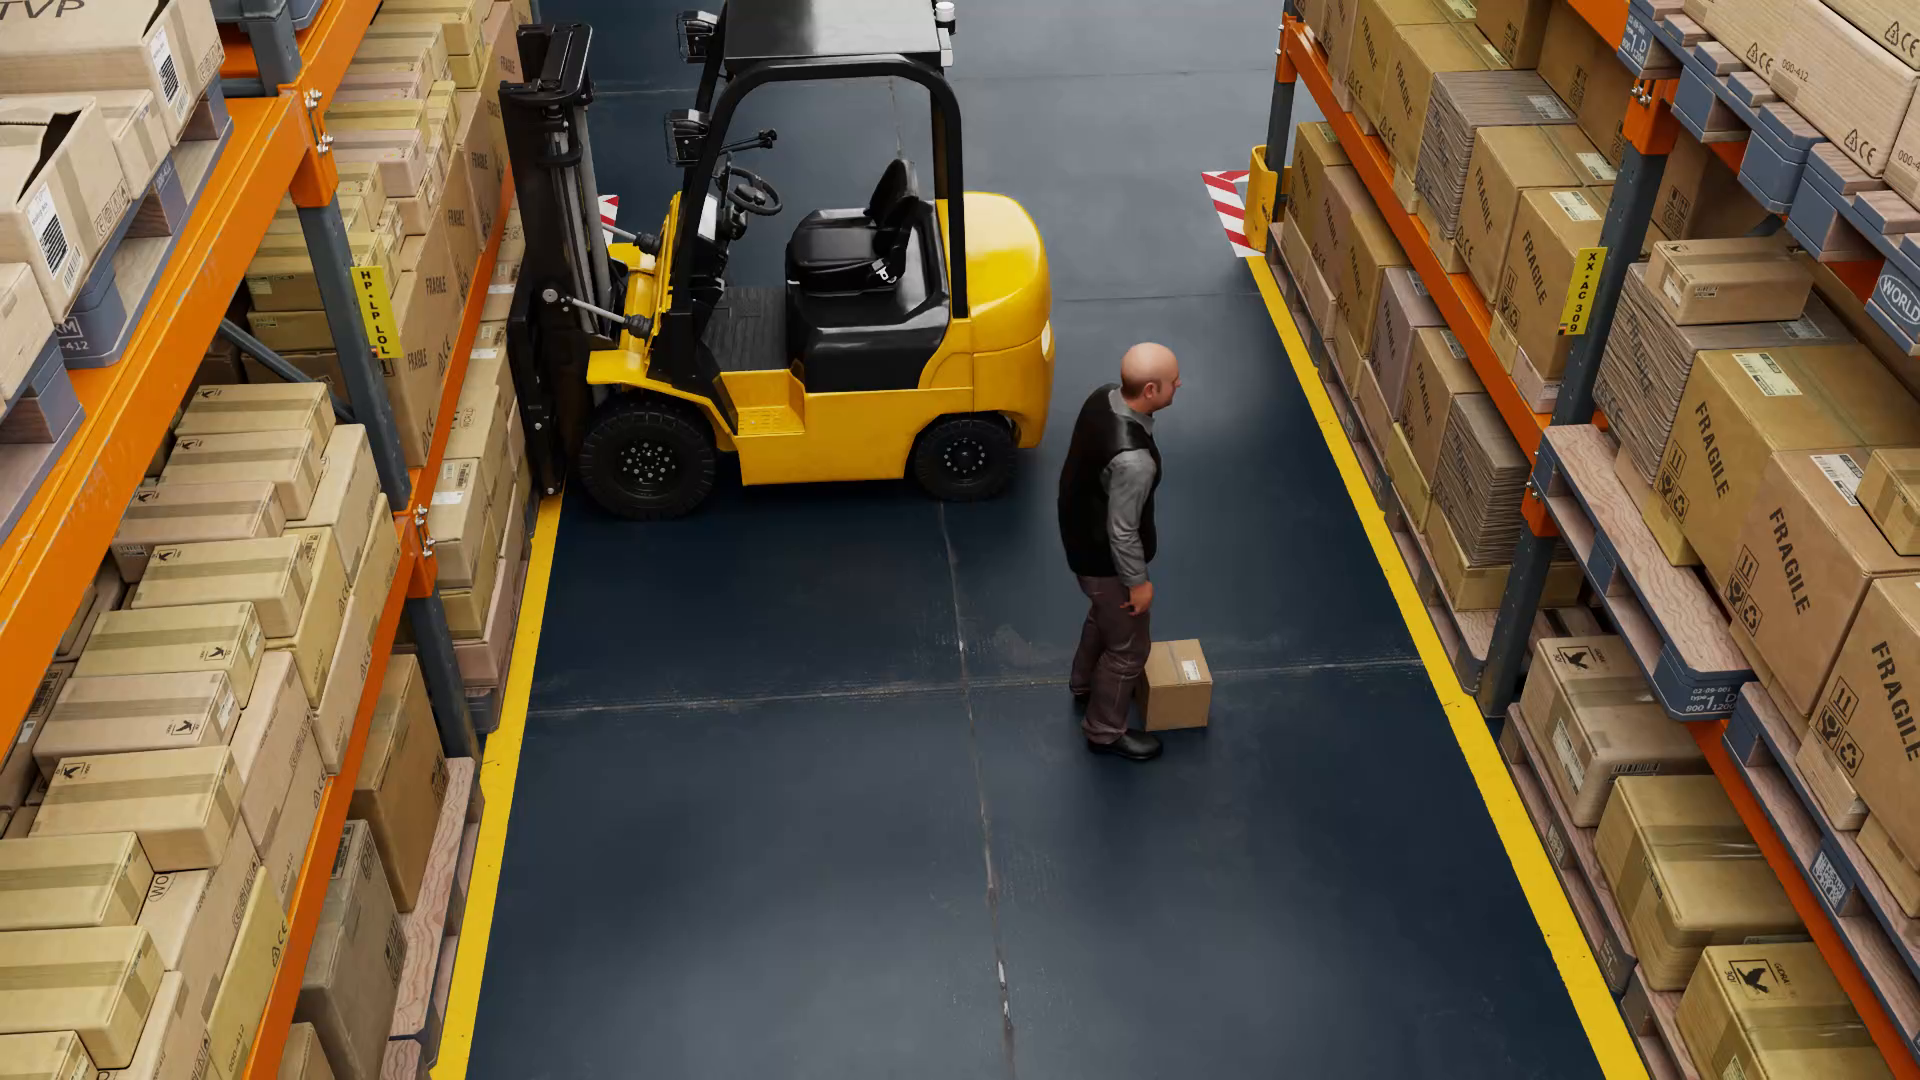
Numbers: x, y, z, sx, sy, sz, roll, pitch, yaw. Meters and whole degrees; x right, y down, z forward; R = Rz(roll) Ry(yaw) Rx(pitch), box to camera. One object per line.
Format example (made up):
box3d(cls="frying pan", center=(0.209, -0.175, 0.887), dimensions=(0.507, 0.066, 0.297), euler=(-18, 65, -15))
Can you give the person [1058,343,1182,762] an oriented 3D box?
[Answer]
box3d(cls="person", center=(0.567, 0.030, 6.135), dimensions=(0.420, 1.721, 0.581), euler=(-3, 39, -4))
